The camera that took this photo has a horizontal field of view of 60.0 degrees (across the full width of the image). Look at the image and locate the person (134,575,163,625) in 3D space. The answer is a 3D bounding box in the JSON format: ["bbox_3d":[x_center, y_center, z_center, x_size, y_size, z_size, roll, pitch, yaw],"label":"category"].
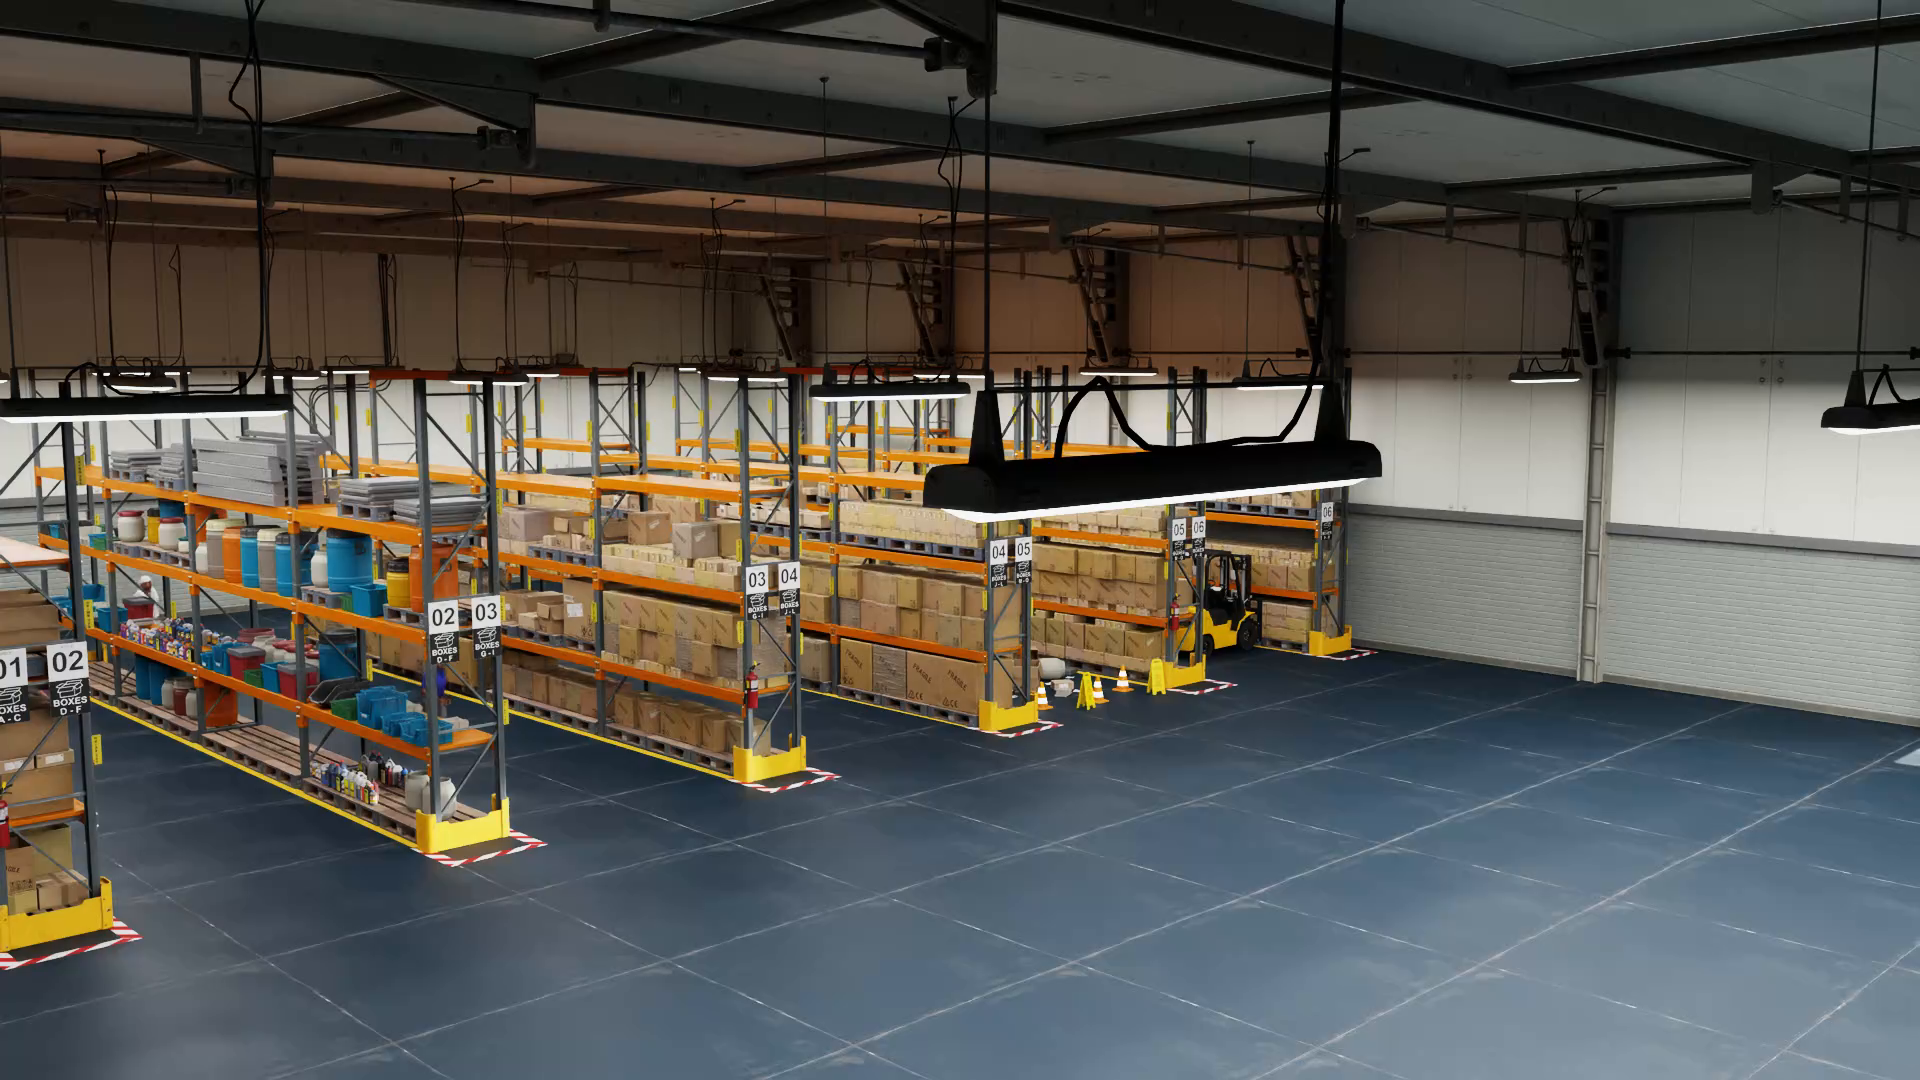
[{"bbox_3d":[-16.546,1.615,33.848,0.767,1.816,0.680,3,7,25],"label":"person"}]

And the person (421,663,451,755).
[{"bbox_3d":[-8.338,2.594,26.218,0.723,1.604,0.570,3,7,23],"label":"person"}]

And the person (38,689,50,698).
[{"bbox_3d":[-14.708,2.562,26.827,0.700,1.524,0.515,3,7,28],"label":"person"}]
